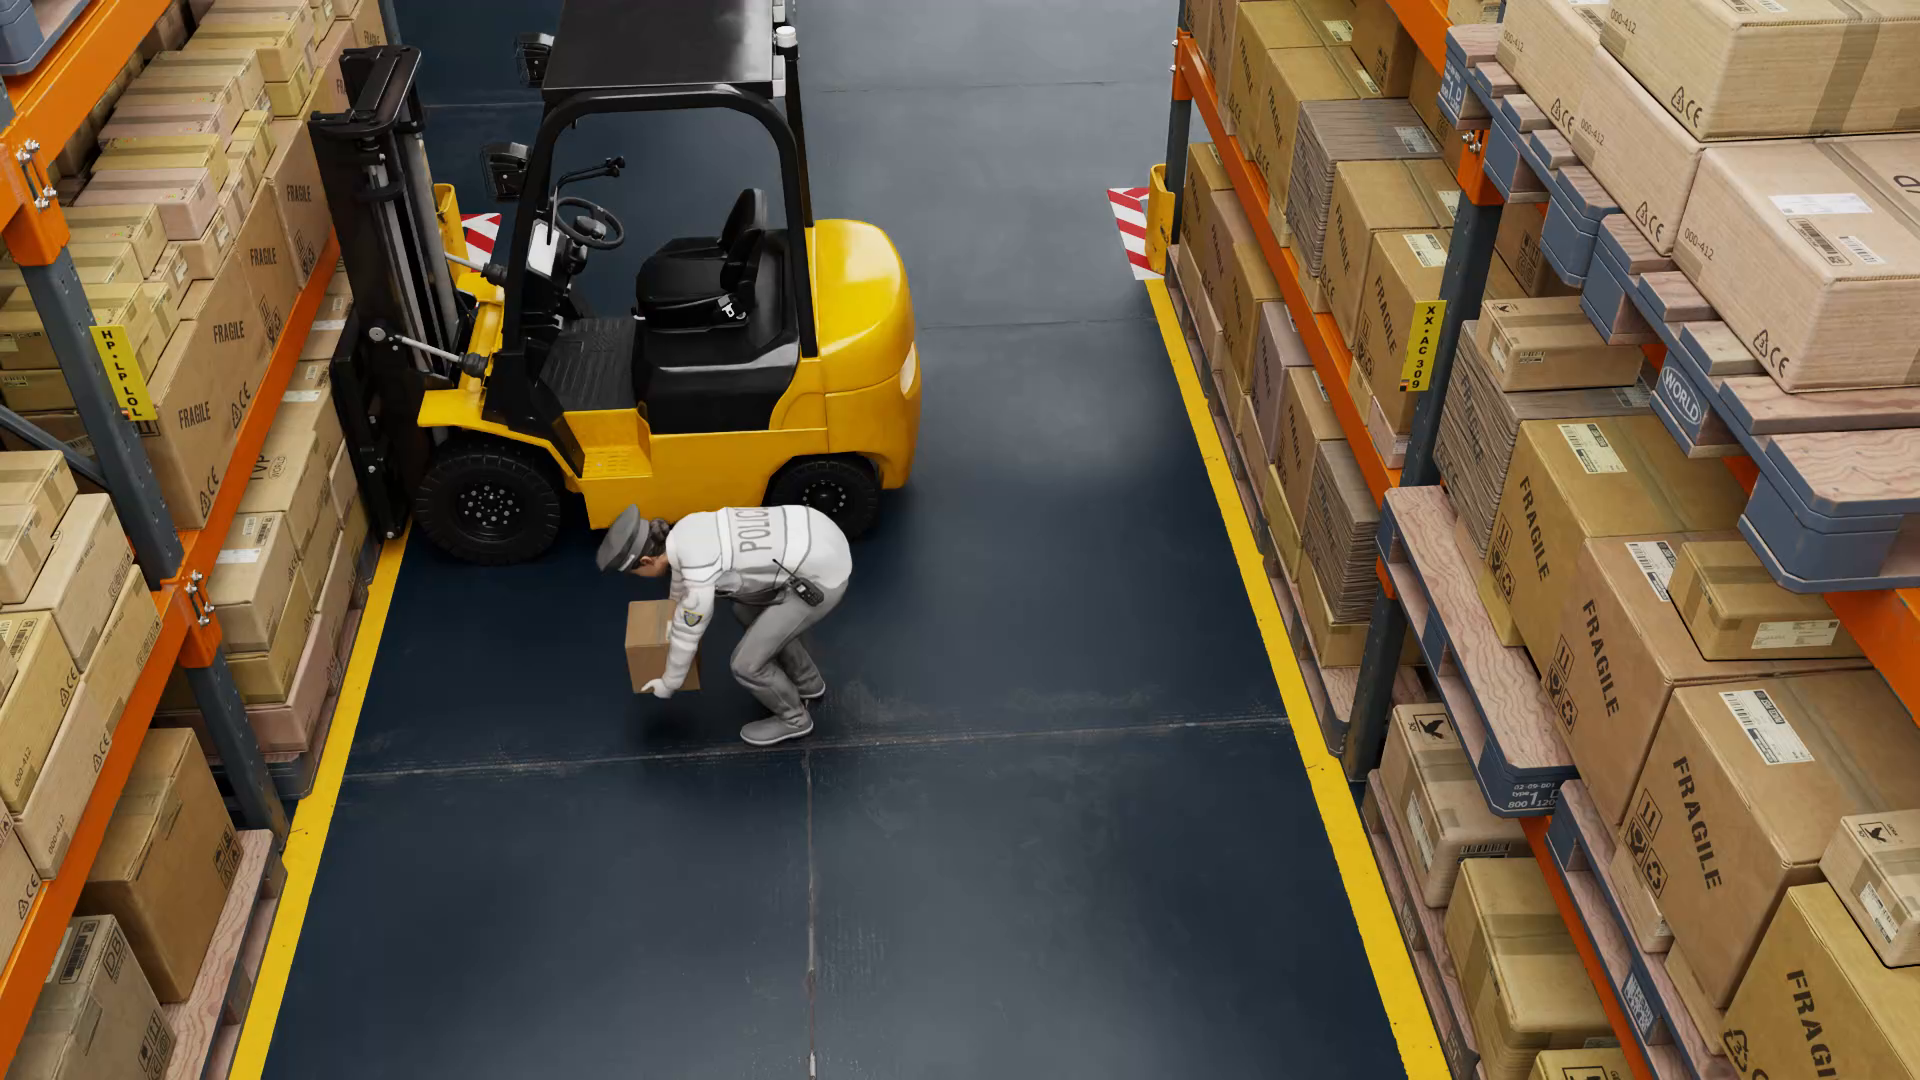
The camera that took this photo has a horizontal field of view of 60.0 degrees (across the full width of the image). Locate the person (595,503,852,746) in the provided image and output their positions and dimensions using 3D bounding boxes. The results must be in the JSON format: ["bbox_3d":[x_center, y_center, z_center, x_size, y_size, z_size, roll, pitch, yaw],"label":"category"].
[{"bbox_3d":[-0.858,0.291,6.257,0.919,1.087,0.443,-5,40,-6],"label":"person"}]
